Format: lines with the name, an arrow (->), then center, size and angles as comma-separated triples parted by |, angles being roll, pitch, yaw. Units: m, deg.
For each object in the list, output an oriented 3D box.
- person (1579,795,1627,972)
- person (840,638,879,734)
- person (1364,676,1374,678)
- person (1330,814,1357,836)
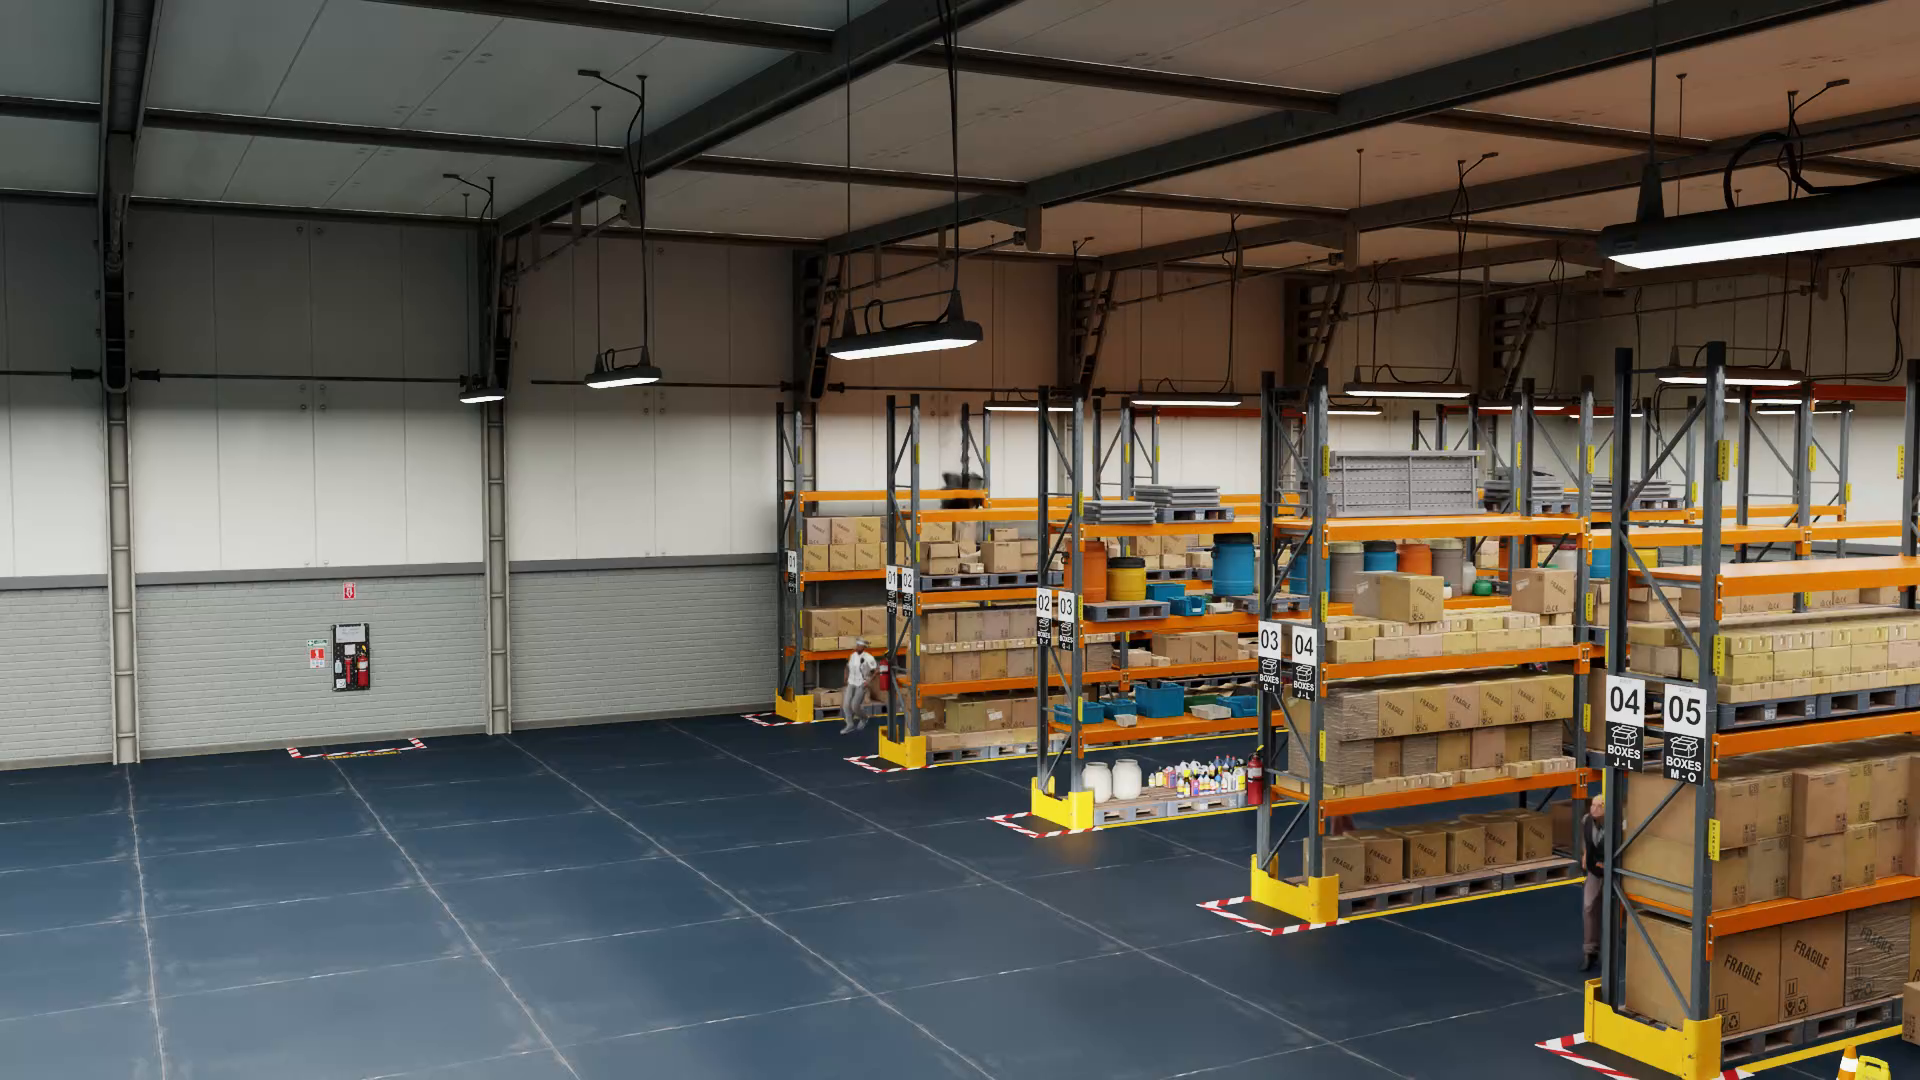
person -> 6.512, 3.378, 16.653 | 0.663, 1.723, 1.092 | 3, 4, 44
person -> -1.692, 2.466, 28.343 | 0.651, 1.645, 0.570 | 2, 4, 31
person -> 6.546, 2.724, 27.371 | 0.775, 1.852, 0.664 | -2, 4, -28
person -> 4.805, 3.135, 20.904 | 0.728, 1.714, 0.562 | -2, 4, -34
